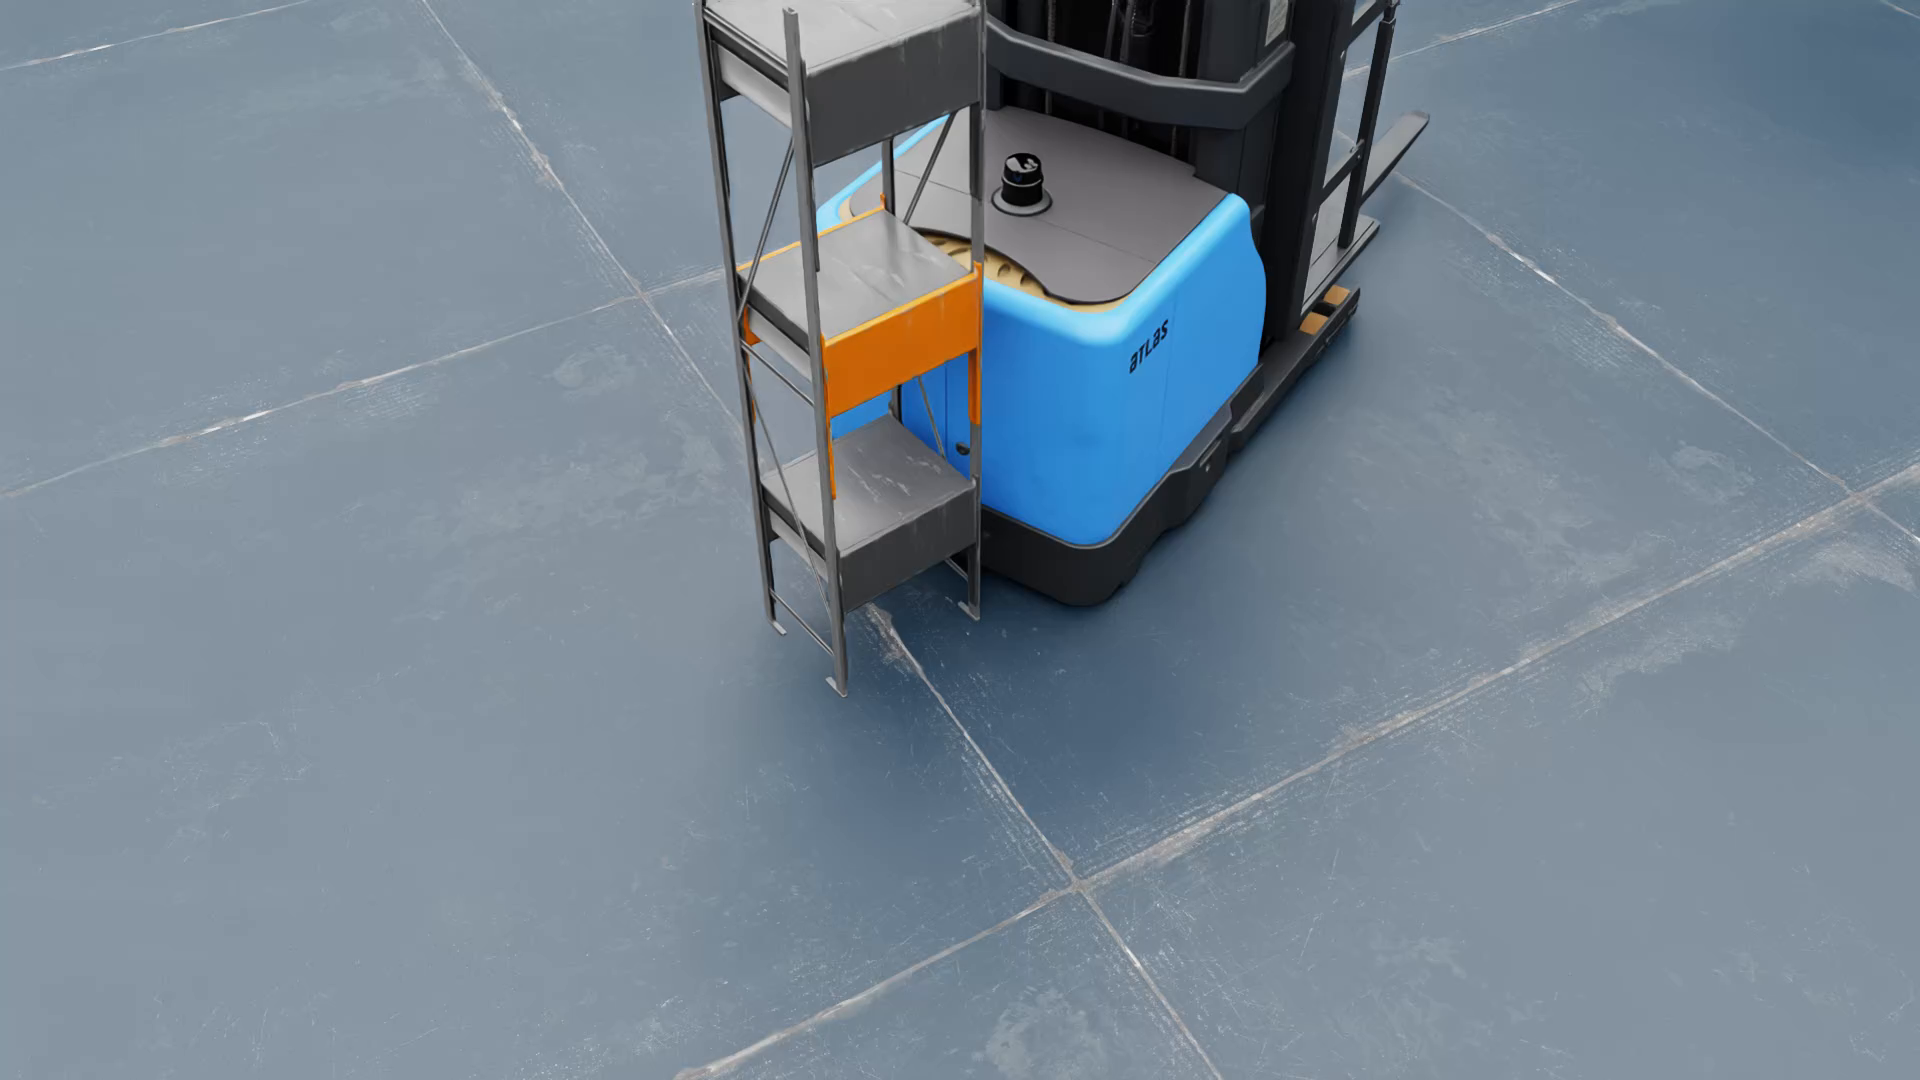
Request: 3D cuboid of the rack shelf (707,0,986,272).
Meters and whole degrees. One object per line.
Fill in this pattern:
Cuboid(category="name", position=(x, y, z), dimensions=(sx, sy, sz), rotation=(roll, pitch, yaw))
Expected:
Cuboid(category="rack shelf", position=(-0.262, -1.005, 3.793), dimensions=(0.480, 0.518, 0.431), rotation=(-29, 51, -26))

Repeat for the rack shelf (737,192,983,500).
Cuboid(category="rack shelf", position=(-0.262, -0.503, 4.280), dimensions=(0.480, 0.518, 0.431), rotation=(-29, 51, -26))

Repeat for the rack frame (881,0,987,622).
Cuboid(category="rack frame", position=(-0.071, -0.618, 4.379), dimensions=(0.015, 2.100, 0.400), rotation=(-29, 51, -26))

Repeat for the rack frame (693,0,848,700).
Cuboid(category="rack frame", position=(-0.453, -0.407, 4.162), dimensions=(0.015, 2.100, 0.400), rotation=(-29, 51, -26))

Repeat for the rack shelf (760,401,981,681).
Cuboid(category="rack shelf", position=(-0.262, -0.001, 4.768), dimensions=(0.480, 0.518, 0.431), rotation=(-29, 51, -26))

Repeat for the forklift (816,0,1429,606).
Cuboid(category="forklift", position=(0.784, -1.857, 5.059), dimensions=(1.130, 2.935, 3.031), rotation=(24, 49, 23))

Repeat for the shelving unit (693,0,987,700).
Cuboid(category="shelving unit", position=(-0.262, -0.513, 4.271), dimensions=(0.503, 2.100, 0.431), rotation=(-29, 51, -26))
